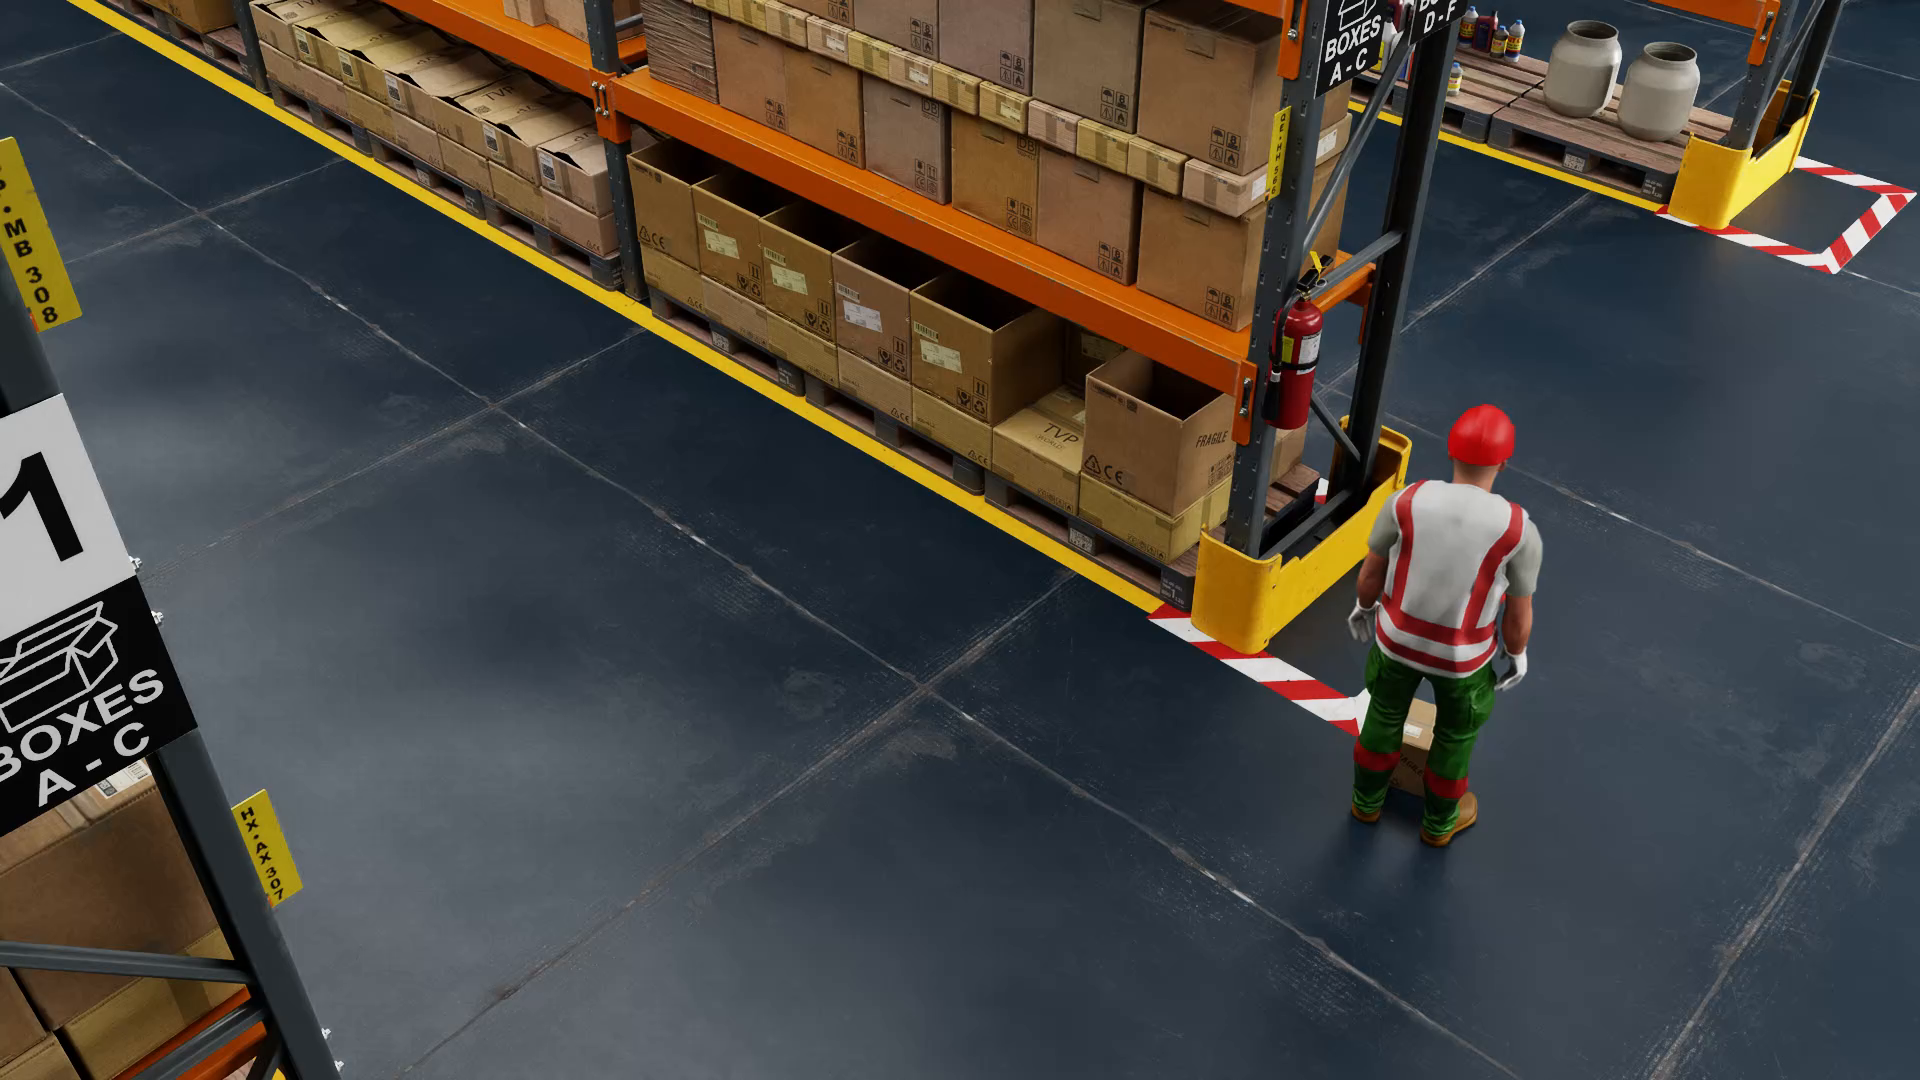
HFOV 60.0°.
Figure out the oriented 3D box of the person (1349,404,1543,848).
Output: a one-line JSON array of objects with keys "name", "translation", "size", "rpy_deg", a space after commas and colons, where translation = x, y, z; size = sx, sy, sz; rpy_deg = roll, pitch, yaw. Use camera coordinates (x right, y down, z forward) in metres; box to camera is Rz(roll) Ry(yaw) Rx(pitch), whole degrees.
[{"name": "person", "translation": [1.652, 0.325, 5.741], "size": [0.619, 1.779, 0.455], "rpy_deg": [19, 43, 22]}]
